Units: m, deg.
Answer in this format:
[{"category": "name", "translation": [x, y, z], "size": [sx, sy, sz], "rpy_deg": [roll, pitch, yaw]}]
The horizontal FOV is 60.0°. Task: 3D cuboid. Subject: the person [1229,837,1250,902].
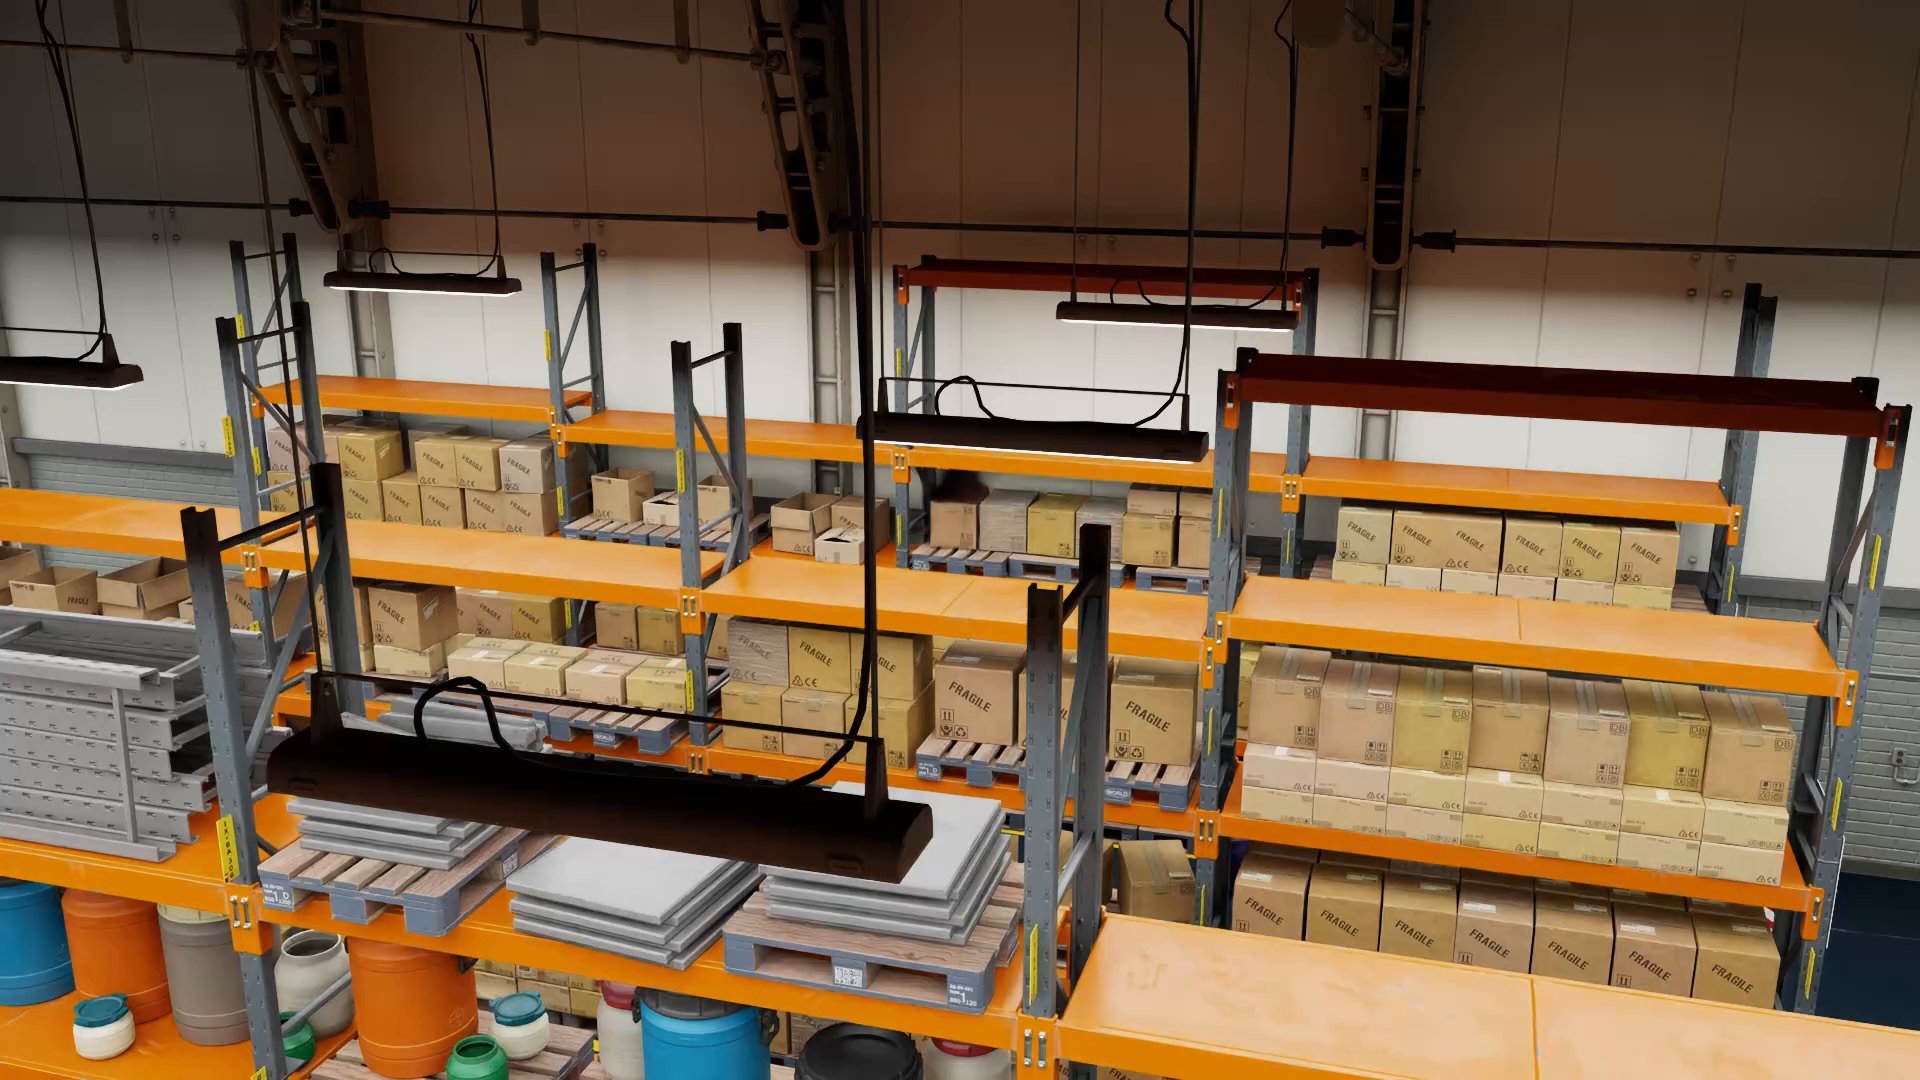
[{"category": "person", "translation": [2.583, 2.936, 15.679], "size": [0.933, 1.585, 0.479], "rpy_deg": [3, 16, 12]}]
